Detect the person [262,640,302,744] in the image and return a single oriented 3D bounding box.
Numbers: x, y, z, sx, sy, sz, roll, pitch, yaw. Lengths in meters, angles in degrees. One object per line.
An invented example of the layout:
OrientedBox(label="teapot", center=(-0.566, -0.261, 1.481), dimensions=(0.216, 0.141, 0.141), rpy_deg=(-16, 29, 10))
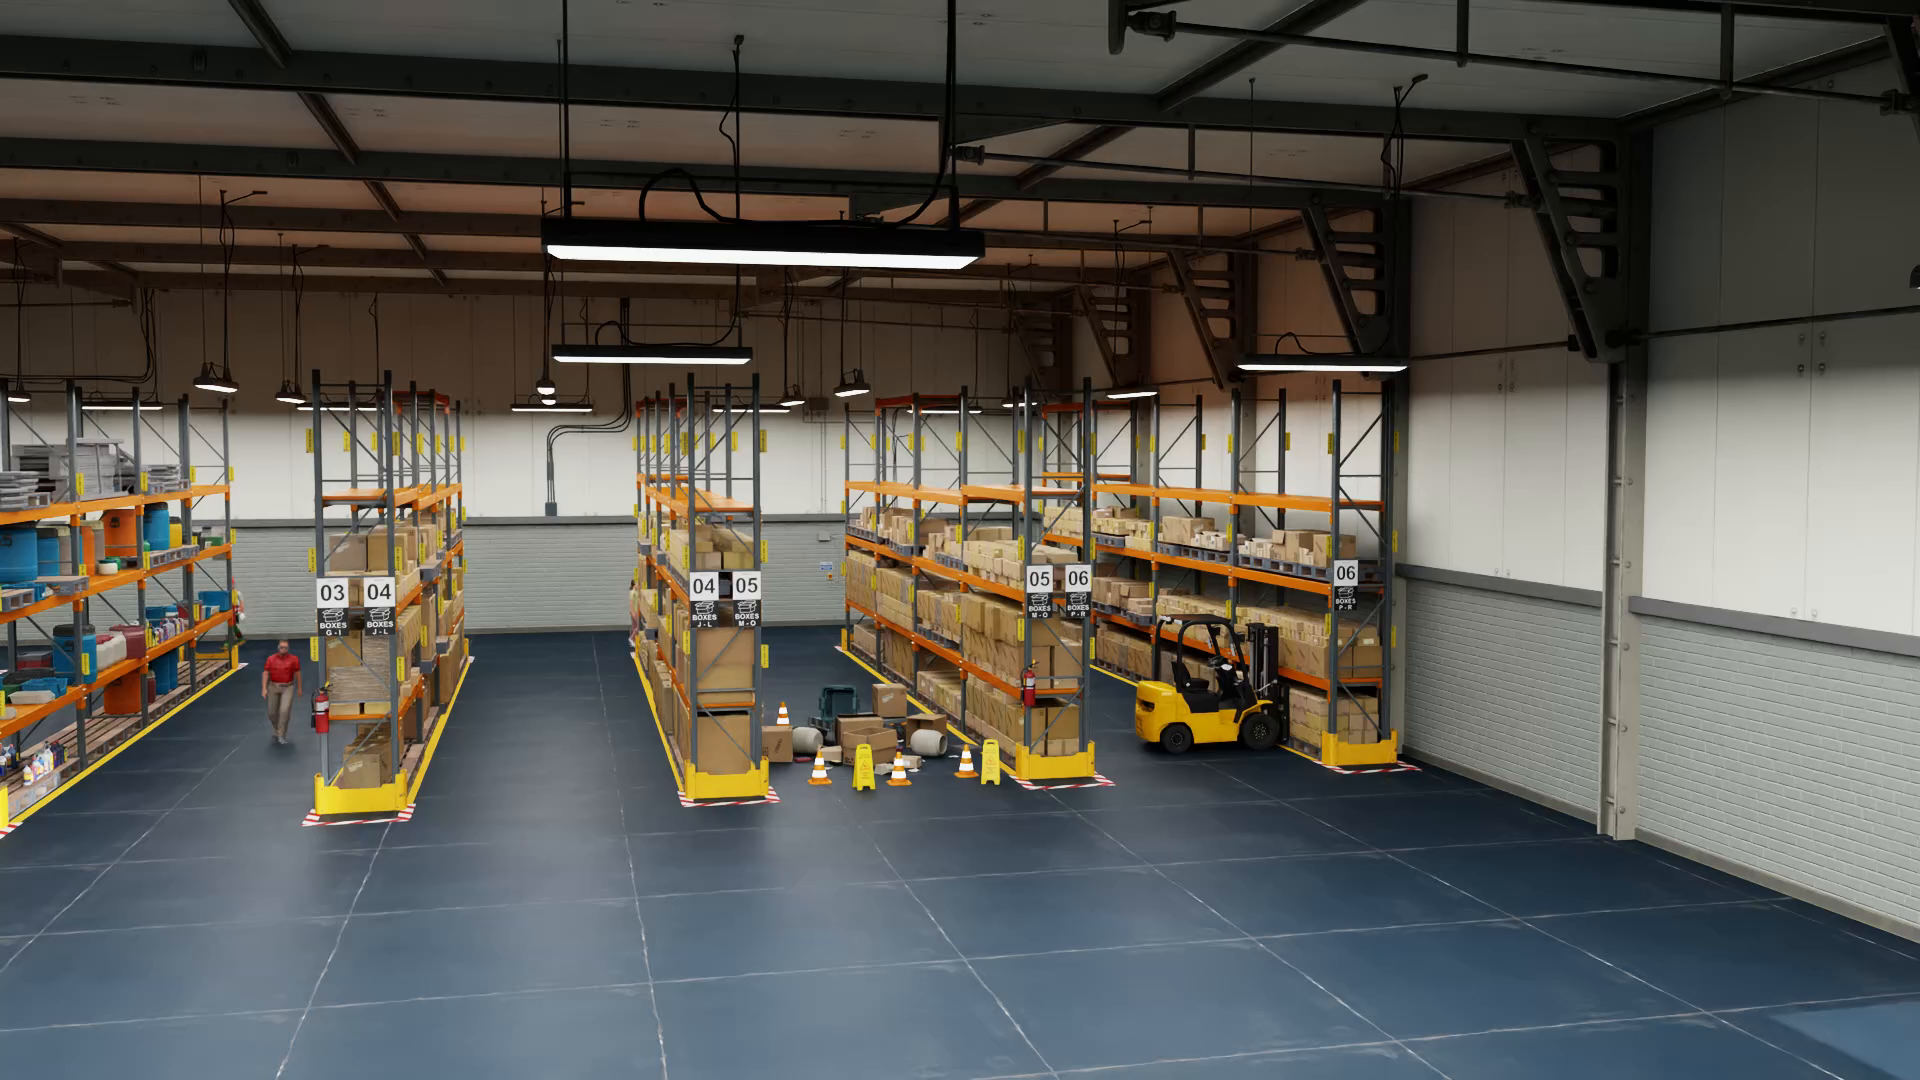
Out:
OrientedBox(label="person", center=(-11.425, 2.560, 28.030), dimensions=(0.616, 1.757, 0.670), rpy_deg=(-1, 3, -17))

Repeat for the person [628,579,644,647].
OrientedBox(label="person", center=(-7.957, 1.793, 40.901), dimensions=(0.420, 1.669, 0.477), rpy_deg=(-1, 3, -11))

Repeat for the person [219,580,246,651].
OrientedBox(label="person", center=(-17.684, 1.794, 40.331), dimensions=(0.494, 1.733, 1.133), rpy_deg=(1, 3, 15))
